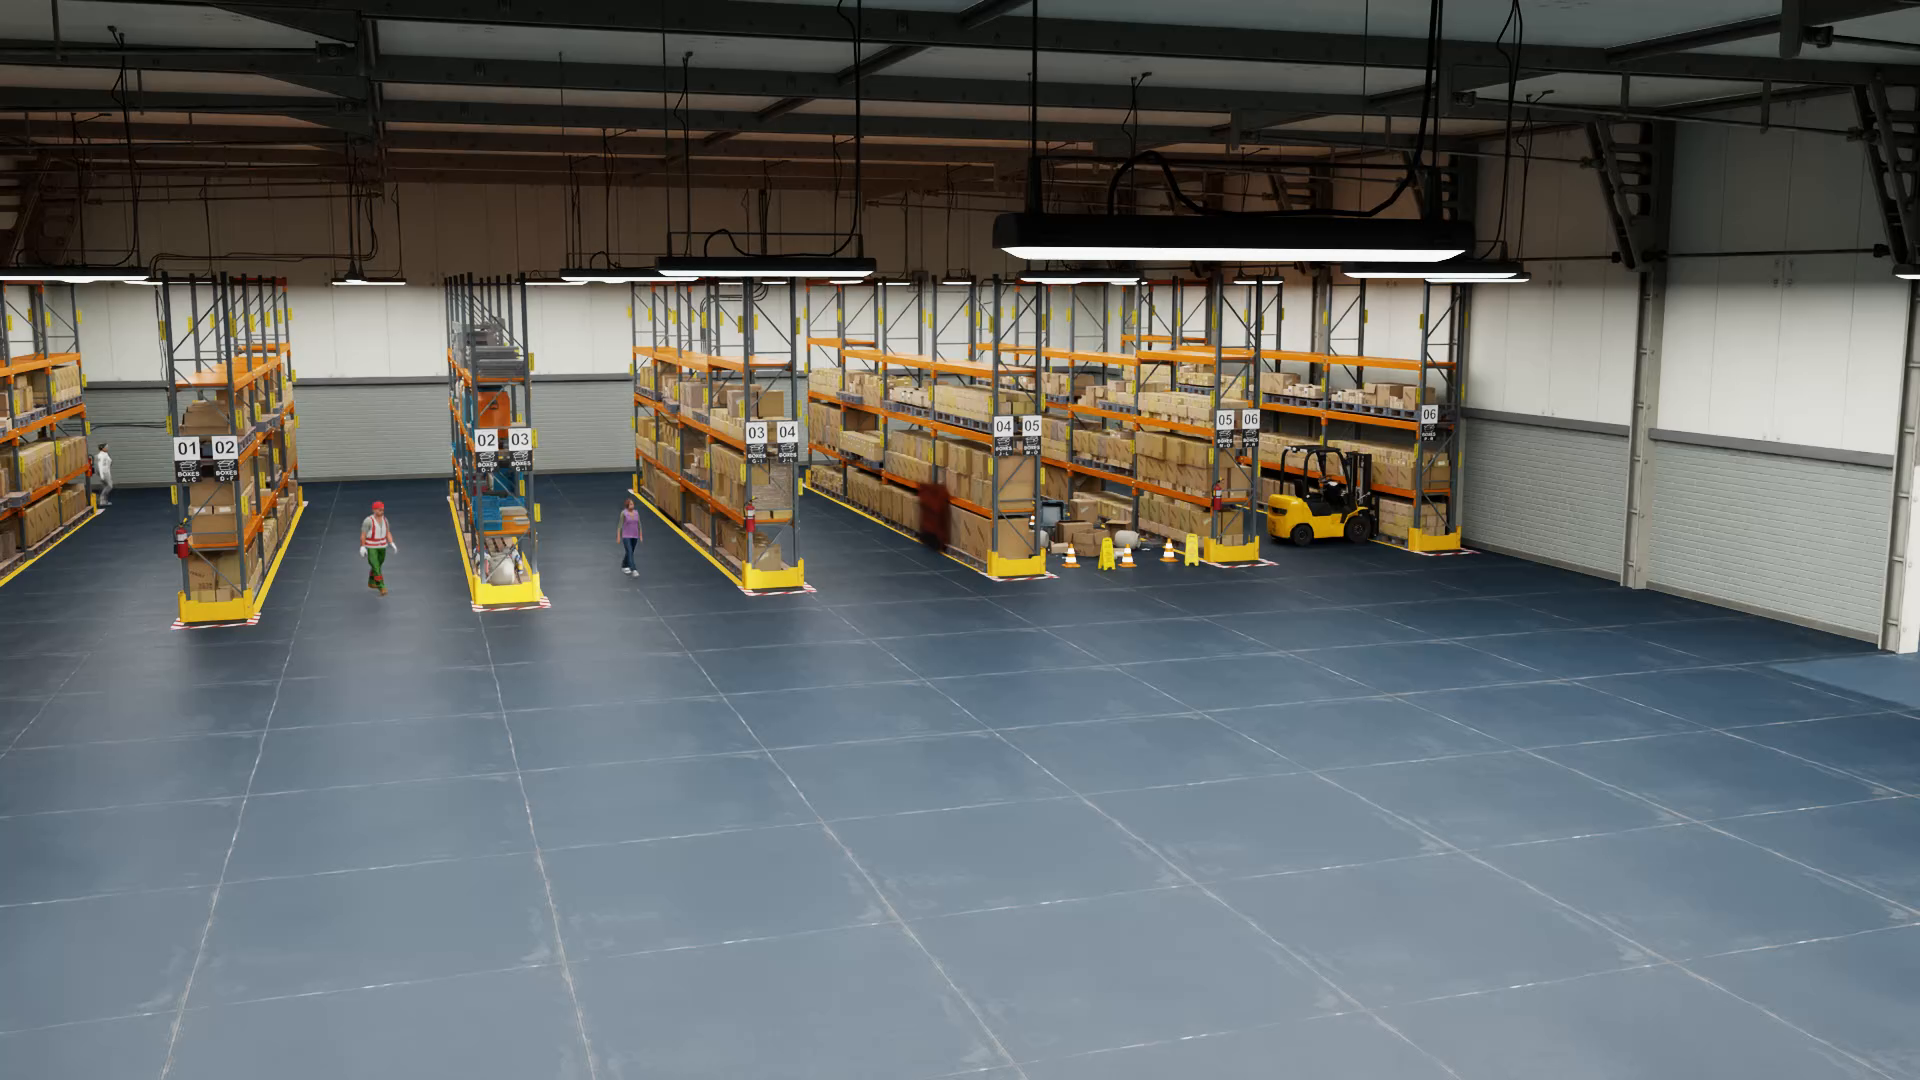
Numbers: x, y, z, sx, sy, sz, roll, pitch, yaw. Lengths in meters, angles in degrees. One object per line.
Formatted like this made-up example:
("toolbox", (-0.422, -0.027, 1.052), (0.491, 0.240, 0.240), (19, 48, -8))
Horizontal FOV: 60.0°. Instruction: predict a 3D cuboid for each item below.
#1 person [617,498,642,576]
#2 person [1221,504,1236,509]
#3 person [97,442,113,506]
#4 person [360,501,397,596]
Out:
("person", (-6.565, -0.059, 33.203), (0.453, 1.543, 0.969), (-8, 12, -43))
("person", (6.700, -1.323, 41.502), (0.392, 1.683, 0.529), (8, 11, 41))
("person", (-22.629, -1.748, 44.016), (0.393, 1.684, 0.509), (-3, 9, -17))
("person", (-10.969, 0.125, 31.329), (1.093, 1.716, 0.640), (8, 12, 44))
